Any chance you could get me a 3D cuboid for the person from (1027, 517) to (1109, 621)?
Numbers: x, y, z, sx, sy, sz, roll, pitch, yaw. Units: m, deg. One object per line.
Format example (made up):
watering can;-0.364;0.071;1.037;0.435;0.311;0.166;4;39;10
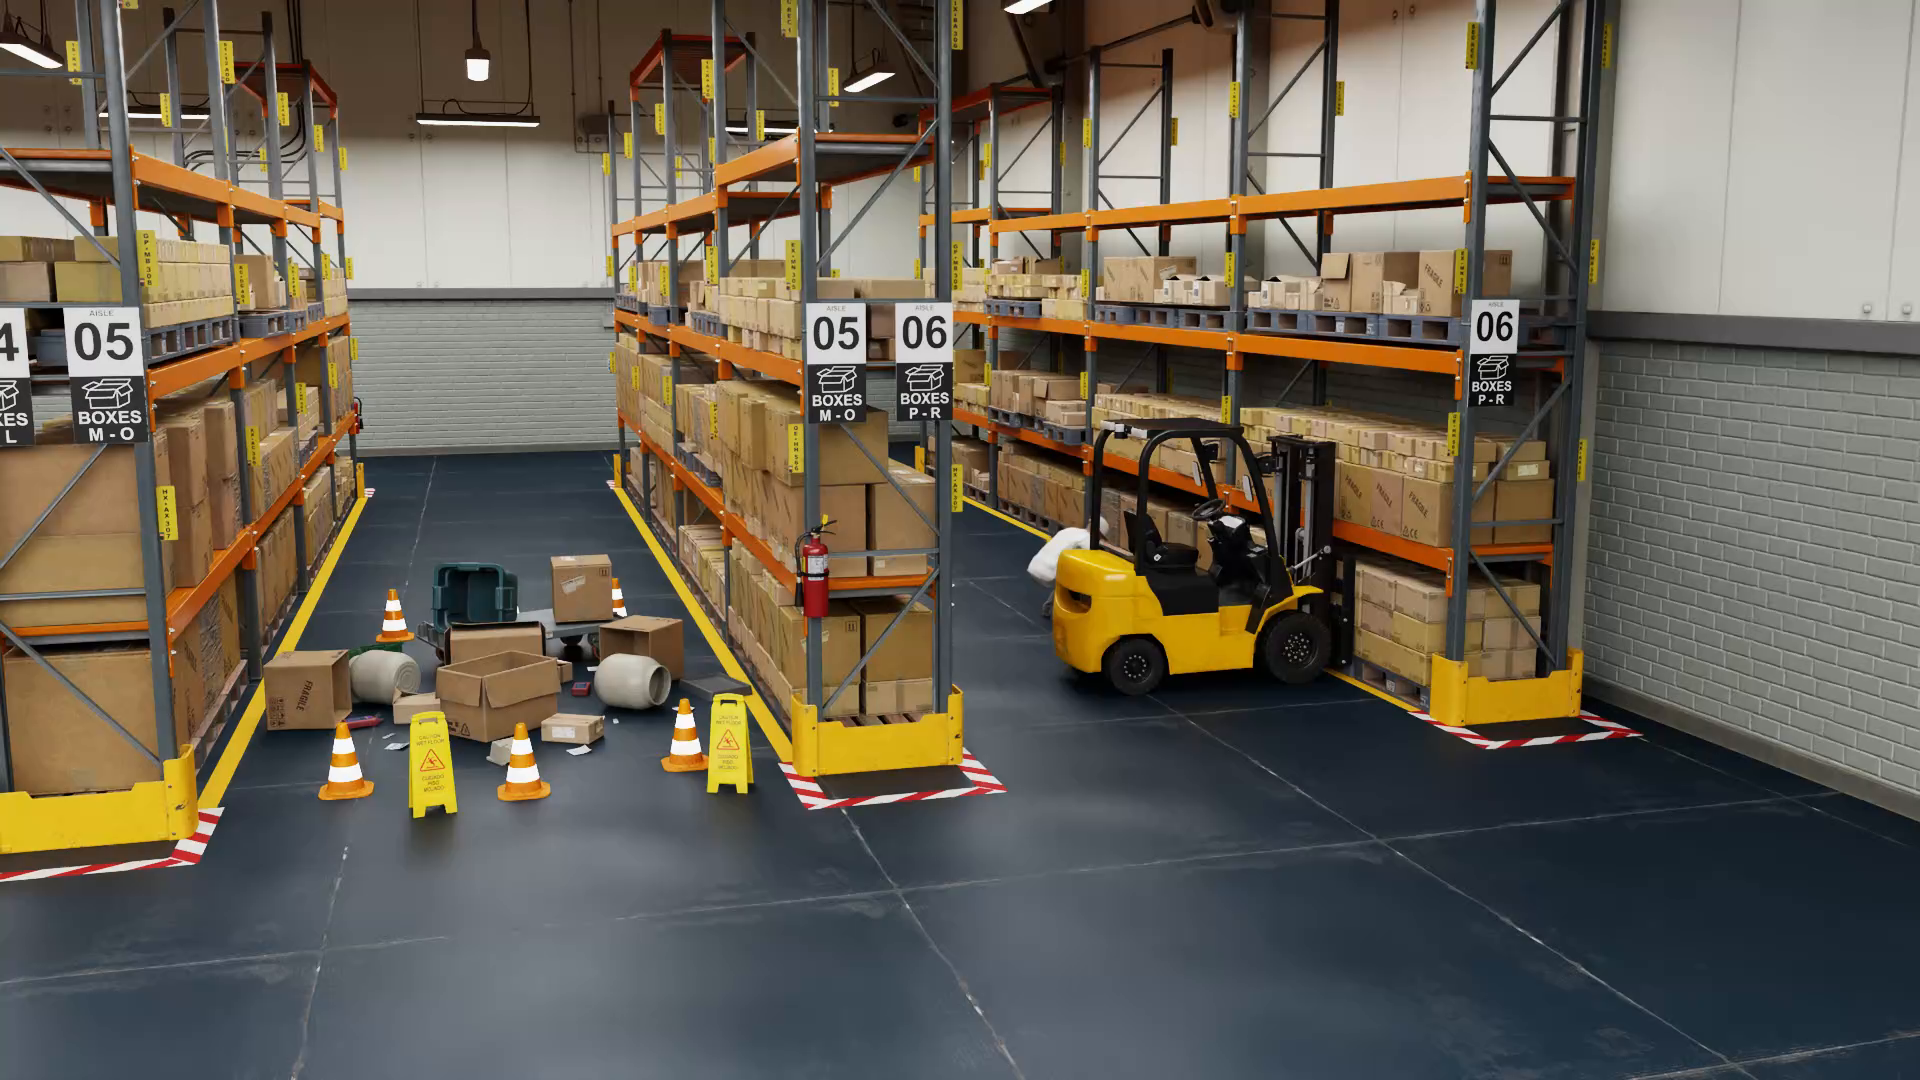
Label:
person;1.111;0.273;16.537;0.887;0.999;0.589;-3;10;-16
